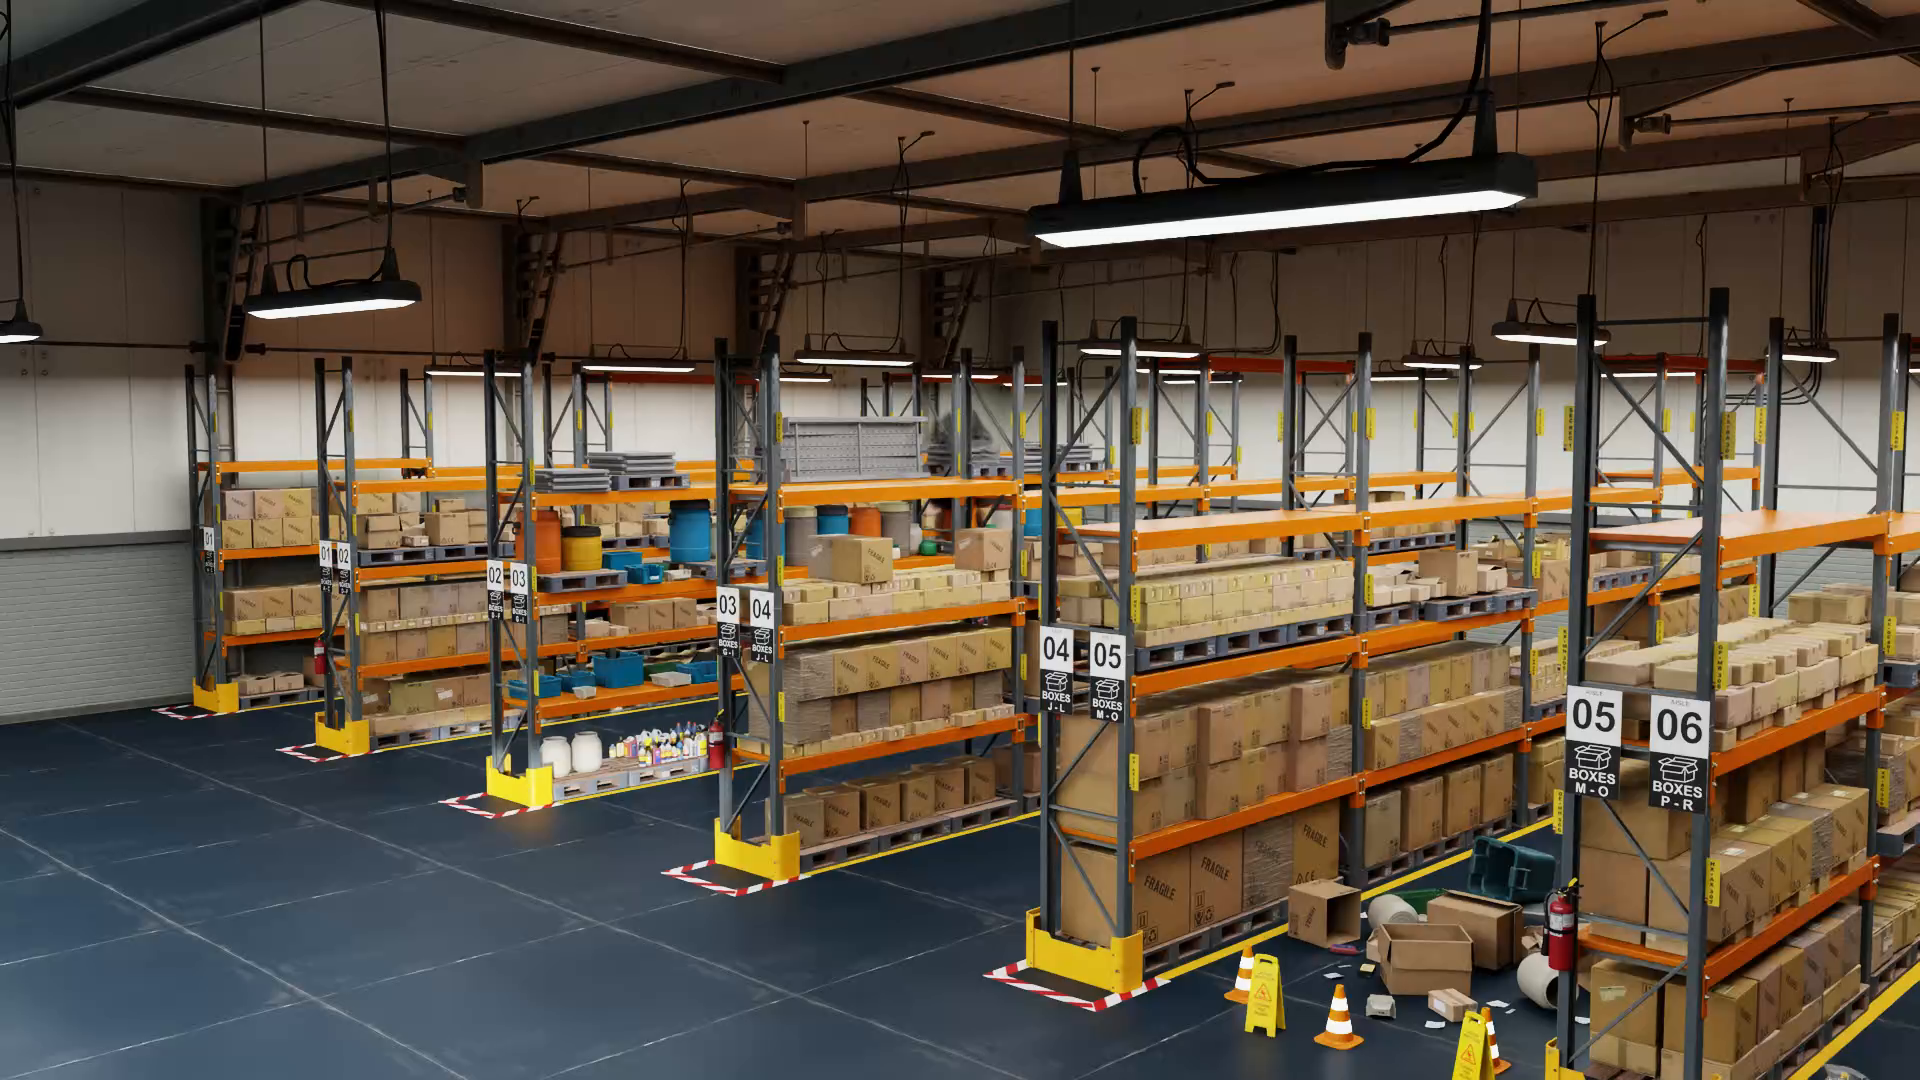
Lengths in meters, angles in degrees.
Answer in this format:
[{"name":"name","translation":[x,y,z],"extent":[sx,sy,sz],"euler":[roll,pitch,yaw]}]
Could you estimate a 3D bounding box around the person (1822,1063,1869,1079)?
[{"name":"person","translation":[4.683,3.615,8.949],"extent":[0.947,1.662,0.652],"euler":[-4,6,-40]}]
